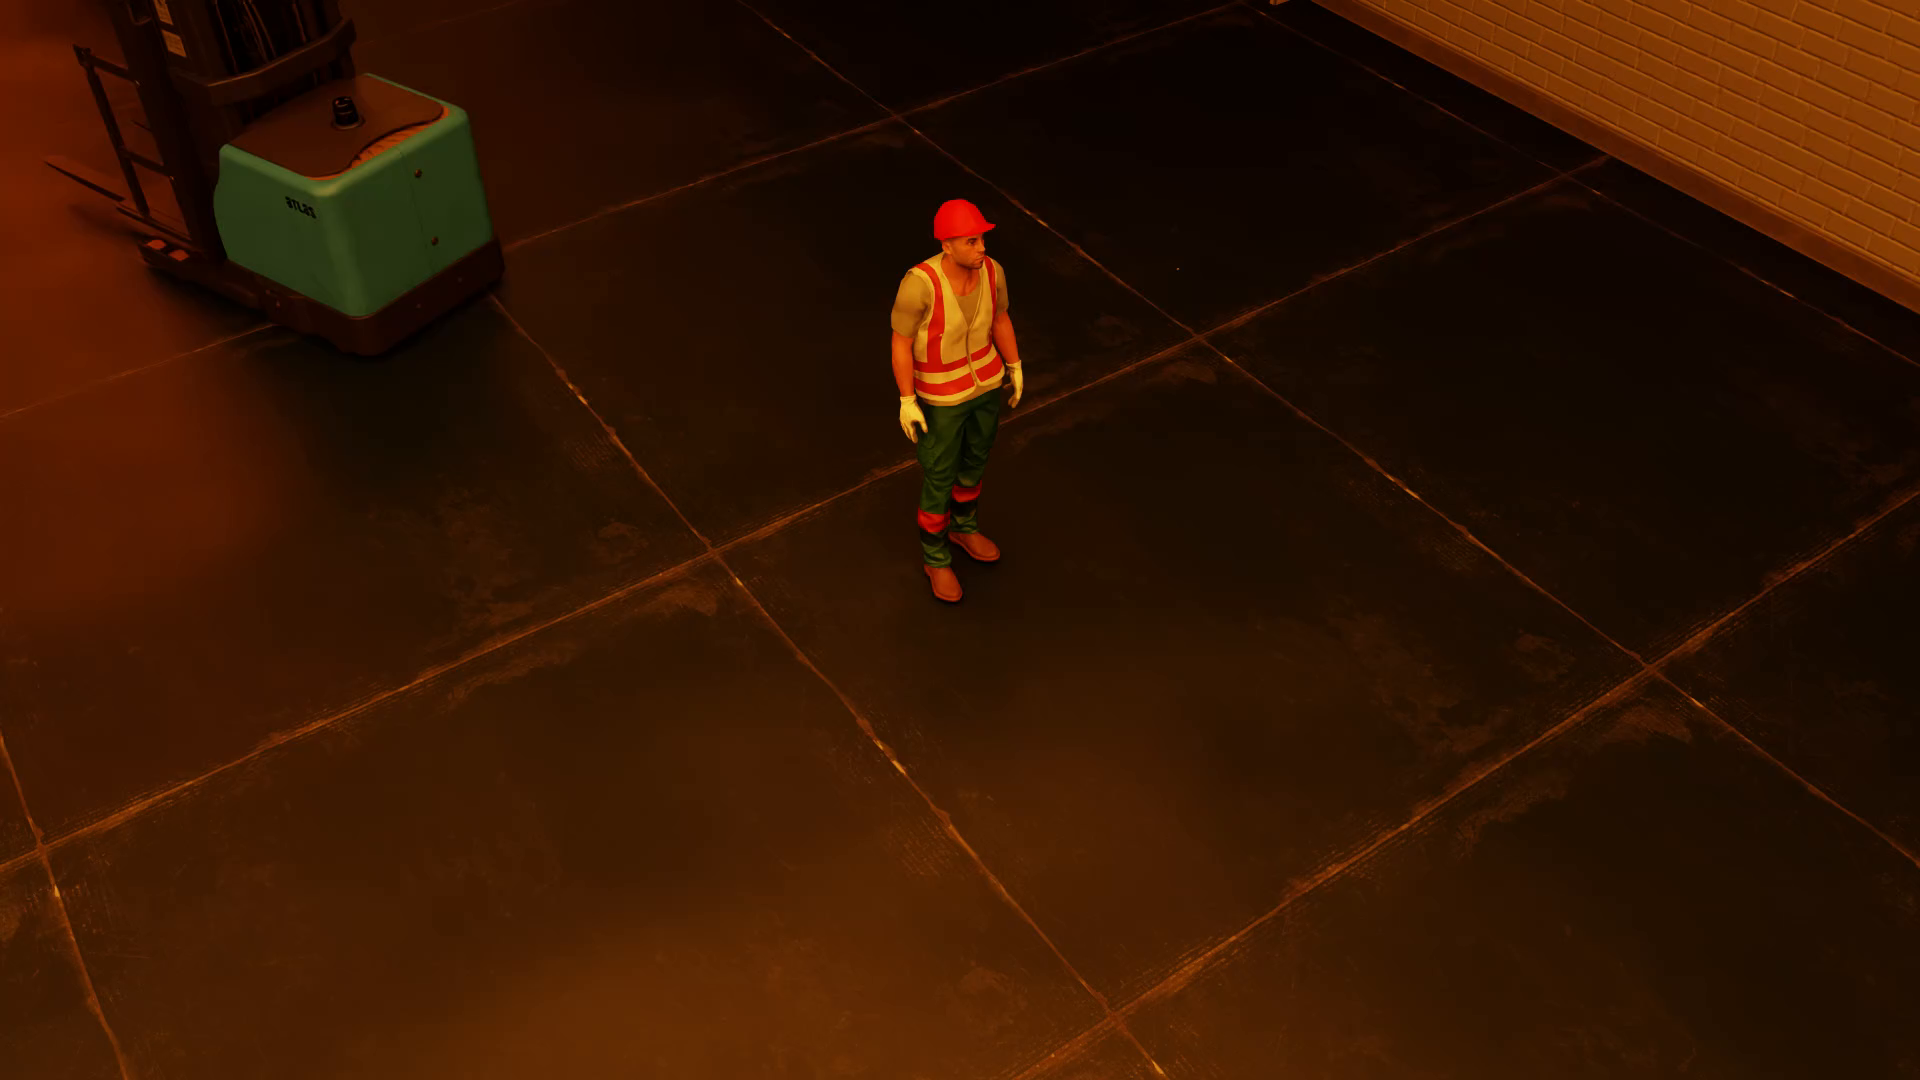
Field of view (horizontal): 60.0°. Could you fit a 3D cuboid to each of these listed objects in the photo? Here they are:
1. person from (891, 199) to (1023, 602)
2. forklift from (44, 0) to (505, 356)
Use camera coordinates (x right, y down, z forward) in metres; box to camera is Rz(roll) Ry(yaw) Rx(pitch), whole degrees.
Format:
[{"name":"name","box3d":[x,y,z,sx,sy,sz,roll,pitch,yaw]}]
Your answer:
[{"name":"person","box3d":[0.035,-0.614,7.213,0.637,1.787,0.564,-25,48,-25]},{"name":"forklift","box3d":[-4.090,-2.838,8.795,3.031,2.935,1.130,24,48,24]}]
